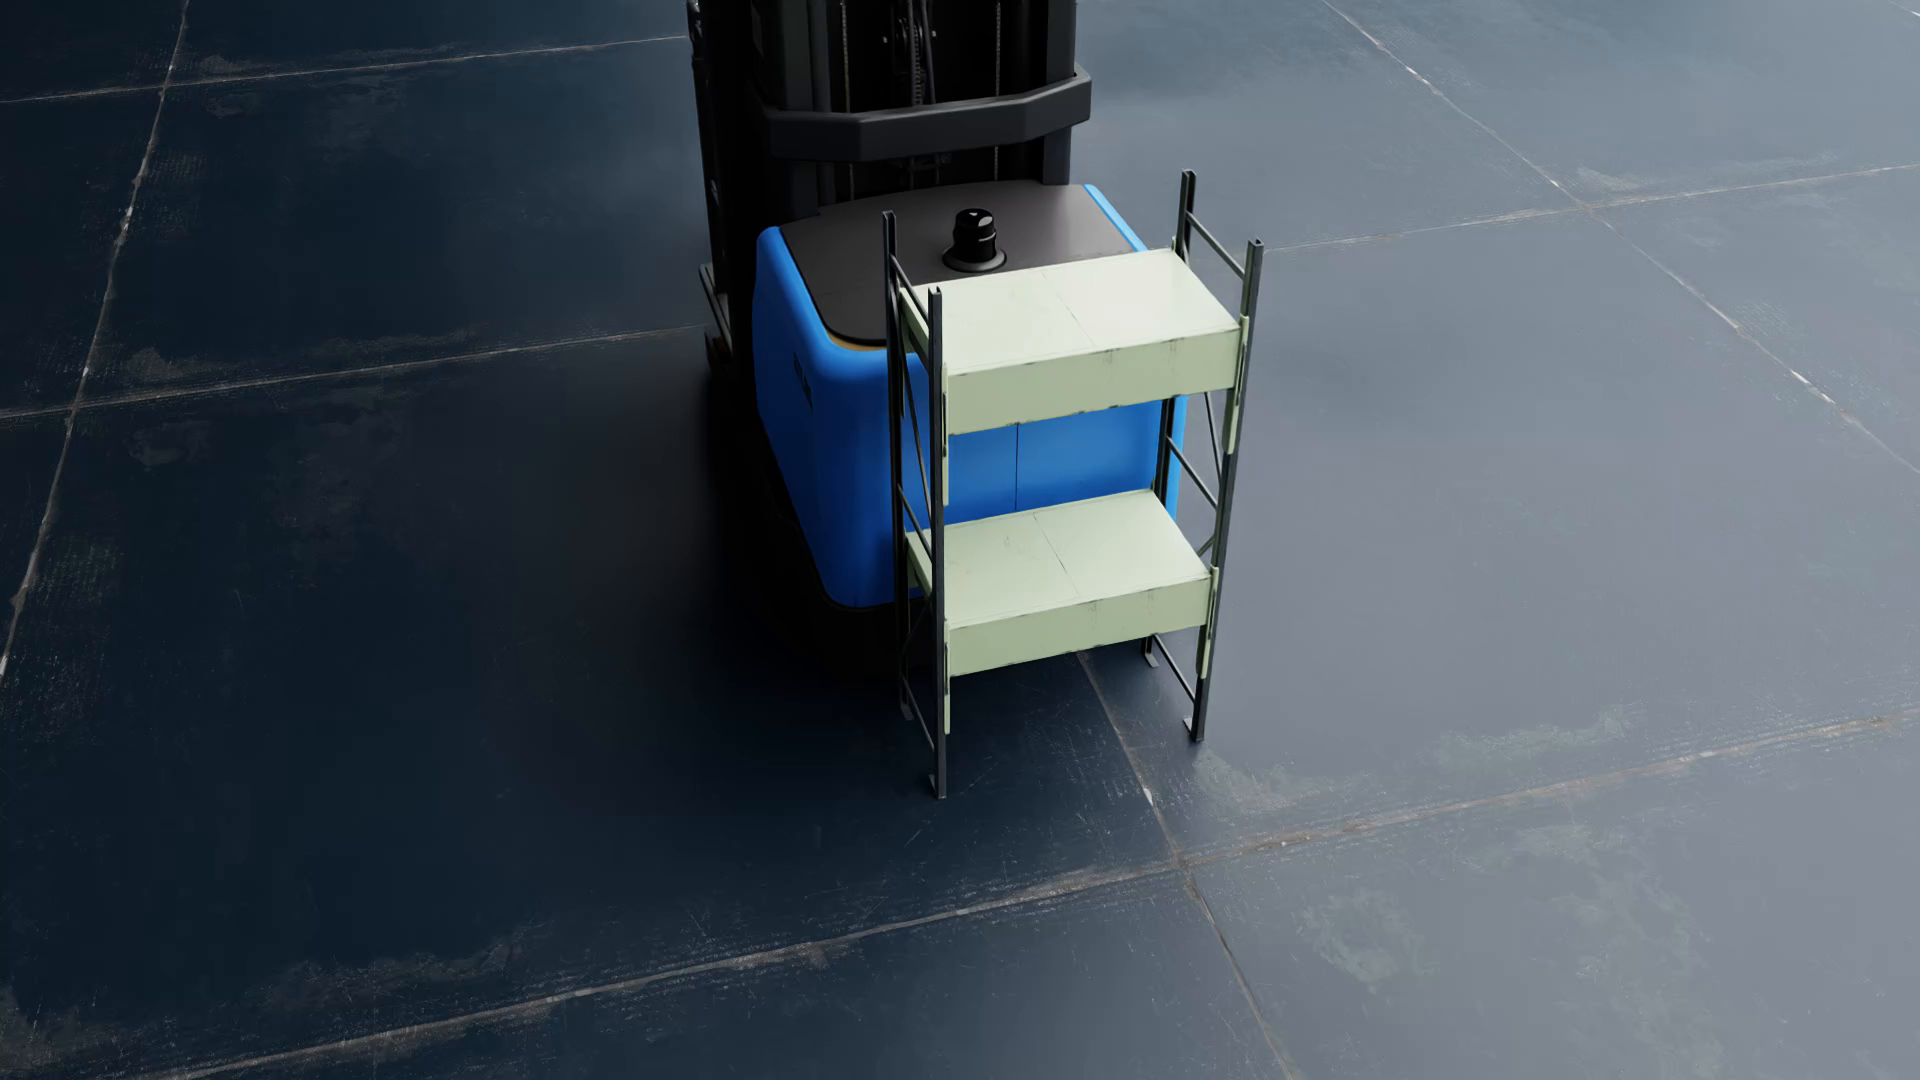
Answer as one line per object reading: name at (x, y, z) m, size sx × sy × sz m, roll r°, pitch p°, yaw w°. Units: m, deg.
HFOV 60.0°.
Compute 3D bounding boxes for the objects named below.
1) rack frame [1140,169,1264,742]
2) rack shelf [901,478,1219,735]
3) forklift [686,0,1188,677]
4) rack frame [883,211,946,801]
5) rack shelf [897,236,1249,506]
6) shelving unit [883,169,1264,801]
rack frame at (0.594, -0.162, 4.228) m, size 0.023 × 1.500 × 0.400 m, roll -11°, pitch 39°, yaw -14°
rack shelf at (0.244, 0.163, 4.340) m, size 0.720 × 0.370 × 0.431 m, roll -11°, pitch 39°, yaw -14°
forklift at (-0.281, -1.682, 5.036) m, size 1.130 × 2.935 × 3.031 m, roll -10°, pitch 39°, yaw -13°
rack frame at (-0.106, -0.031, 4.055) m, size 0.023 × 1.500 × 0.400 m, roll -11°, pitch 39°, yaw -14°
rack shelf at (0.244, -0.406, 3.904) m, size 0.720 × 0.370 × 0.431 m, roll -11°, pitch 39°, yaw -14°
shelving unit at (0.244, -0.096, 4.142) m, size 0.755 × 1.500 × 0.431 m, roll -11°, pitch 39°, yaw -14°
